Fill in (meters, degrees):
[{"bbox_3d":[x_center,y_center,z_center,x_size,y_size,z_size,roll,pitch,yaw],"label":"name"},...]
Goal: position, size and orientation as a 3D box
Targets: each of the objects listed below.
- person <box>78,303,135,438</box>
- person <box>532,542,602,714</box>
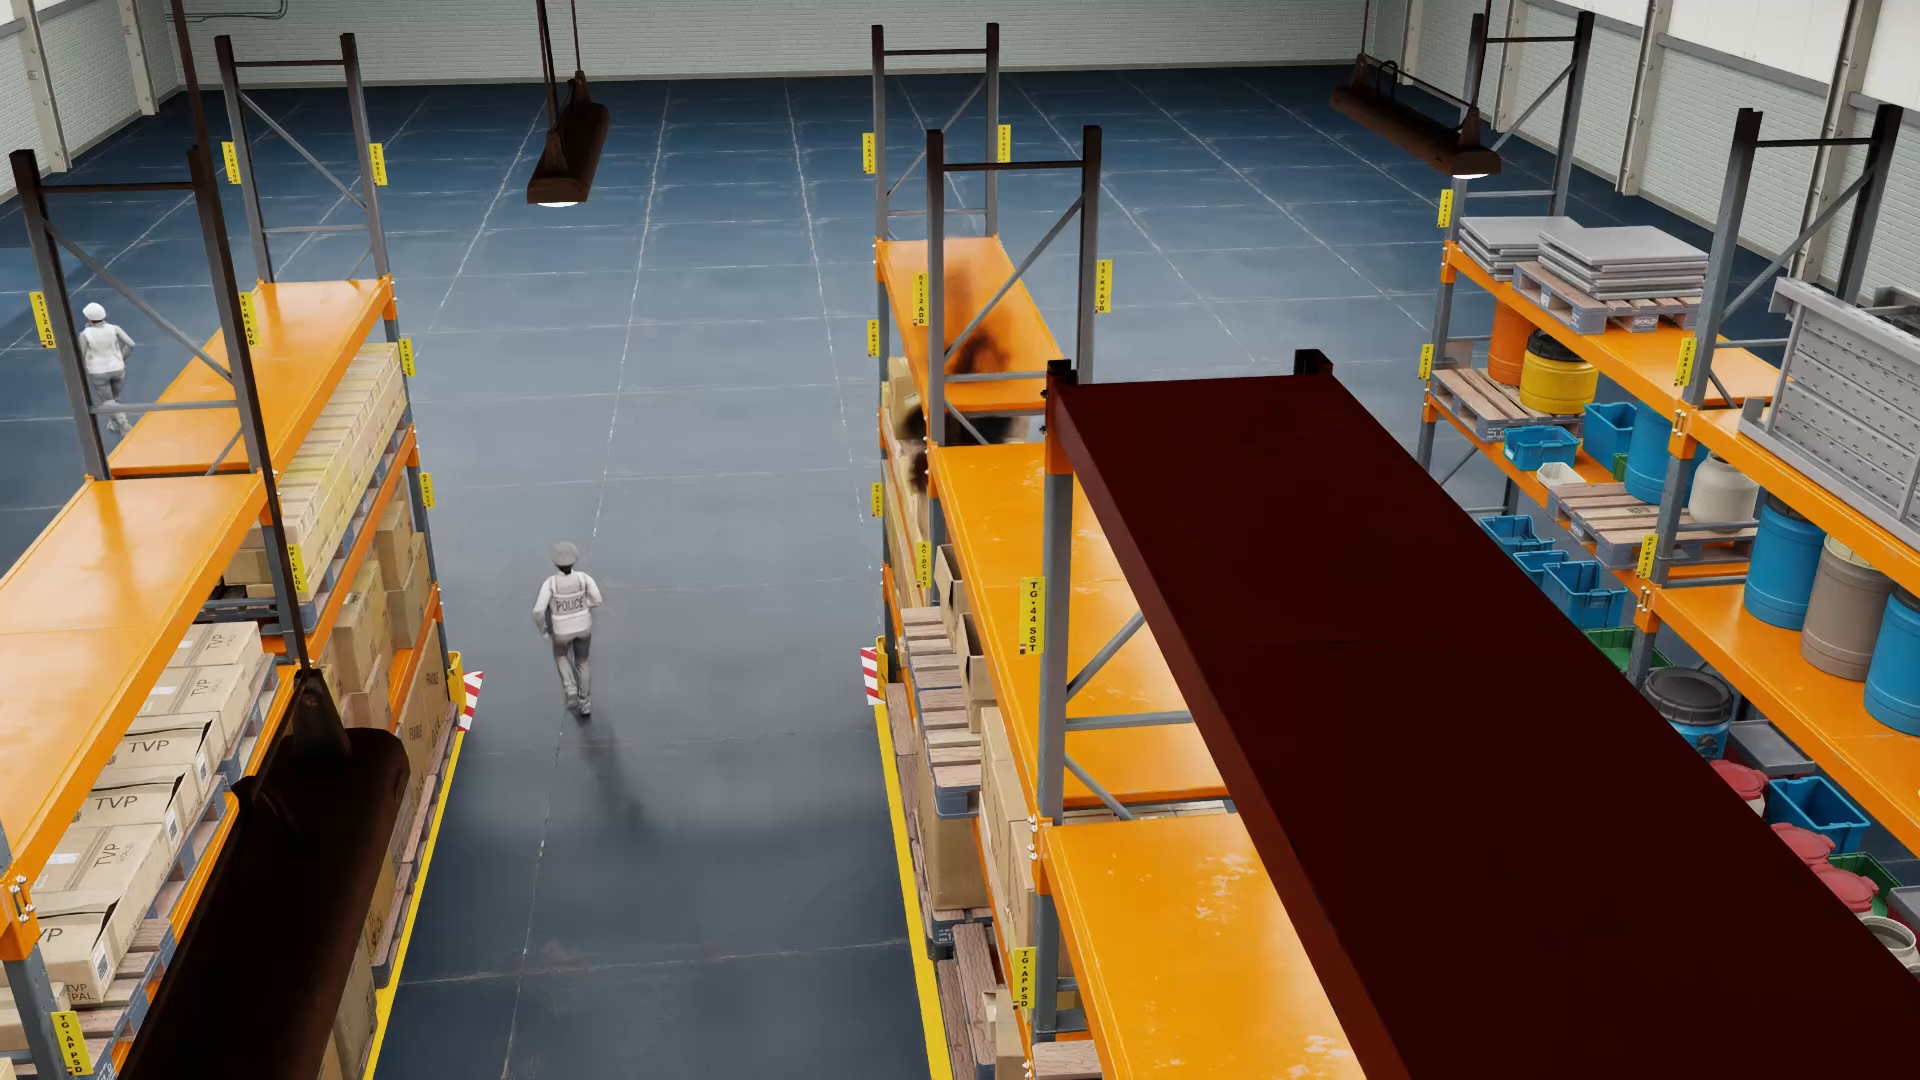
[{"bbox_3d":[-10.707,-2.127,20.886,0.913,1.760,0.671,21,33,37],"label":"person"},{"bbox_3d":[-3.523,0.780,14.948,0.644,1.656,0.563,-11,28,-22],"label":"person"}]
